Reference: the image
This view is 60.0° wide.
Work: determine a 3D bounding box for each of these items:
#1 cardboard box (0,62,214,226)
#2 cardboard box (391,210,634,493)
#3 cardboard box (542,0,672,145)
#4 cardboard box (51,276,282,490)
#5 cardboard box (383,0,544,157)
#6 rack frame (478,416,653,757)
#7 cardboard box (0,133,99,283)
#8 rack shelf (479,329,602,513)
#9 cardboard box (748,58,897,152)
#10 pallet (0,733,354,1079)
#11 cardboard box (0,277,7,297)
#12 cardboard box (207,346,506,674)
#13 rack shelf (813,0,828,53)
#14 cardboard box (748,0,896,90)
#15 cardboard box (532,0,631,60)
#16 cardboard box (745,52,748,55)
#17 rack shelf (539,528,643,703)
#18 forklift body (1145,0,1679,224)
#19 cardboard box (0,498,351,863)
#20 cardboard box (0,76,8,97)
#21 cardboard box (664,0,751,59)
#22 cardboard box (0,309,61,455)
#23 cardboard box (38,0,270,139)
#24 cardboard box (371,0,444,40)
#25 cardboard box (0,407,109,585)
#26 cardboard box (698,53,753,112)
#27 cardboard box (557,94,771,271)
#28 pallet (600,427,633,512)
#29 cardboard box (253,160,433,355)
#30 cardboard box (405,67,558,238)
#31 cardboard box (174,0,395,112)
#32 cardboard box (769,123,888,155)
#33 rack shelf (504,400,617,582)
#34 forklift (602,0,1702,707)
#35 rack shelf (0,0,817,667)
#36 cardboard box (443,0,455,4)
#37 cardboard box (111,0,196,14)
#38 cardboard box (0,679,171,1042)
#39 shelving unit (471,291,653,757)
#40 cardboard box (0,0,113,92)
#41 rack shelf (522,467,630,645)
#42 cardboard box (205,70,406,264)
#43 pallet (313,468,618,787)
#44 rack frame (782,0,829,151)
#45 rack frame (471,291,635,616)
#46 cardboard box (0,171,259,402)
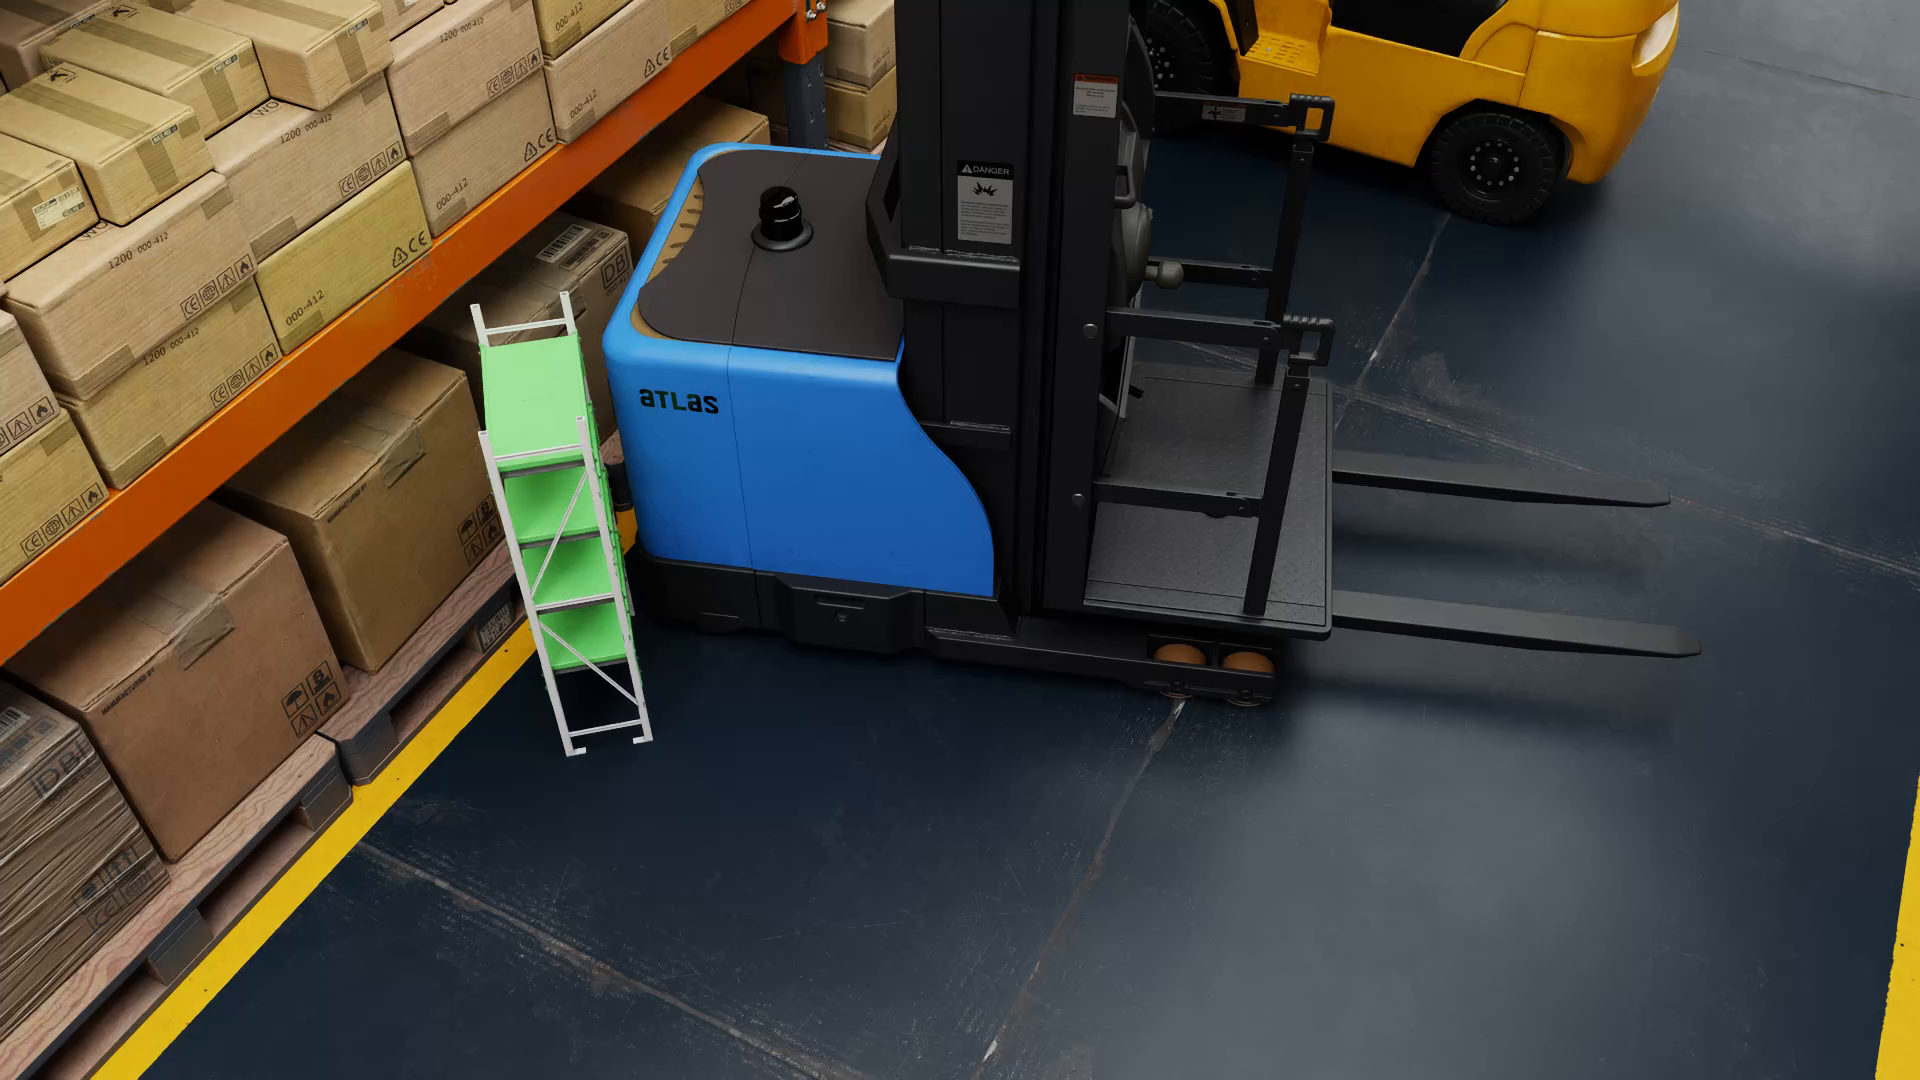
[{"bbox_3d":[-1.785,-0.820,3.425,0.380,0.149,0.250,21,49,20],"label":"cardboard box"},{"bbox_3d":[-1.526,-0.651,5.158,0.875,0.625,0.625,20,49,19],"label":"cardboard box"},{"bbox_3d":[-1.158,-1.381,4.612,0.500,0.250,0.500,20,49,19],"label":"cardboard box"},{"bbox_3d":[-1.891,-0.425,3.666,0.500,0.250,0.500,19,48,18],"label":"cardboard box"},{"bbox_3d":[-1.403,-1.239,4.120,0.500,0.250,0.500,21,49,20],"label":"cardboard box"},{"bbox_3d":[-0.985,0.159,4.249,0.240,1.200,0.015,-10,46,-10],"label":"rack frame"},{"bbox_3d":[-1.955,-0.679,3.286,0.380,0.149,0.250,21,49,19],"label":"cardboard box"},{"bbox_3d":[-1.043,-0.302,4.120,0.258,0.148,0.480,-10,46,-10],"label":"rack shelf"},{"bbox_3d":[-0.429,-1.716,6.124,0.500,0.250,0.500,20,49,19],"label":"cardboard box"},{"bbox_3d":[-2.367,0.838,4.273,1.003,0.211,1.213,20,49,19],"label":"pallet"},{"bbox_3d":[-2.046,-0.511,3.120,0.380,0.149,0.250,21,49,19],"label":"cardboard box"},{"bbox_3d":[-1.874,-0.176,4.690,0.875,0.625,0.625,19,48,17],"label":"cardboard box"},{"bbox_3d":[0.001,-3.164,6.773,1.077,0.370,4.000,20,49,19],"label":"rack shelf"},{"bbox_3d":[-0.425,-1.890,5.944,0.500,0.250,0.500,20,49,18],"label":"cardboard box"},{"bbox_3d":[-1.161,-1.559,4.436,0.500,0.250,0.500,19,48,18],"label":"cardboard box"},{"bbox_3d":[-0.870,-2.063,6.115,0.500,0.250,0.500,21,49,20],"label":"cardboard box"},{"bbox_3d":[-1.043,0.204,4.632,0.258,0.148,0.480,-10,46,-10],"label":"rack shelf"},{"bbox_3d":[1.665,-2.581,6.289,2.313,2.155,1.214,20,49,19],"label":"forklift body"},{"bbox_3d":[-2.186,0.248,4.270,0.875,0.625,0.625,22,49,20],"label":"cardboard box"},{"bbox_3d":[-2.331,-1.018,3.620,0.380,0.149,0.250,20,49,18],"label":"cardboard box"},{"bbox_3d":[-0.929,-1.700,4.927,0.500,0.250,0.500,22,49,20],"label":"cardboard box"},{"bbox_3d":[-2.128,-0.274,3.165,0.500,0.250,0.500,22,49,20],"label":"cardboard box"},{"bbox_3d":[-1.750,-1.016,3.618,0.380,0.149,0.250,20,49,19],"label":"cardboard box"},{"bbox_3d":[-1.456,-1.316,3.916,0.380,0.149,0.250,21,49,19],"label":"cardboard box"},{"bbox_3d":[-2.124,-0.098,3.343,0.500,0.250,0.500,19,48,18],"label":"cardboard box"},{"bbox_3d":[-0.883,-1.888,6.293,0.500,0.250,0.500,19,48,18],"label":"cardboard box"},{"bbox_3d":[-1.159,-1.137,5.639,0.875,0.625,0.625,23,50,21],"label":"cardboard box"},{"bbox_3d":[-1.235,-0.699,5.793,1.003,0.211,1.213,20,49,19],"label":"pallet"},{"bbox_3d":[-1.648,-0.751,3.989,0.500,0.250,0.500,22,49,20],"label":"cardboard box"},{"bbox_3d":[-1.415,-1.079,4.313,0.500,0.250,0.500,21,49,19],"label":"cardboard box"},{"bbox_3d":[-1.510,-1.124,3.725,0.380,0.149,0.250,19,48,18],"label":"cardboard box"},{"bbox_3d":[-0.409,-1.533,6.294,0.500,0.250,0.500,21,49,19],"label":"cardboard box"},{"bbox_3d":[-1.043,-0.133,4.291,0.258,0.148,0.480,-10,46,-10],"label":"rack shelf"},{"bbox_3d":[0.620,-0.961,4.139,3.031,2.935,1.130,6,46,6],"label":"forklift"},{"bbox_3d":[-1.856,-0.644,4.283,1.077,0.370,4.000,20,49,19],"label":"rack shelf"},{"bbox_3d":[-1.335,-1.472,4.069,0.380,0.149,0.250,19,48,18],"label":"cardboard box"},{"bbox_3d":[-2.029,-1.324,3.923,0.380,0.149,0.250,21,49,19],"label":"cardboard box"},{"bbox_3d":[-2.482,0.662,3.861,0.875,0.625,0.625,22,49,20],"label":"cardboard box"},{"bbox_3d":[-1.043,-0.010,4.416,0.258,1.200,0.503,-10,46,-10],"label":"shelving unit"},{"bbox_3d":[-2.117,-1.145,3.746,0.380,0.149,0.250,22,49,20],"label":"cardboard box"},{"bbox_3d":[-1.043,0.035,4.461,0.258,0.148,0.480,-10,46,-10],"label":"rack shelf"},{"bbox_3d":[-1.654,-0.927,3.812,0.500,0.250,0.500,21,49,20],"label":"cardboard box"},{"bbox_3d":[-1.800,0.072,5.030,1.003,0.211,1.213,20,49,19],"label":"pallet"},{"bbox_3d":[-0.927,-2.156,5.272,1.000,3.000,0.127,20,49,19],"label":"rack frame"},{"bbox_3d":[-1.101,-0.178,4.583,0.240,1.200,0.015,-10,46,-10],"label":"rack frame"},{"bbox_3d":[-1.869,-0.597,3.485,0.500,0.250,0.500,19,48,18],"label":"cardboard box"}]
